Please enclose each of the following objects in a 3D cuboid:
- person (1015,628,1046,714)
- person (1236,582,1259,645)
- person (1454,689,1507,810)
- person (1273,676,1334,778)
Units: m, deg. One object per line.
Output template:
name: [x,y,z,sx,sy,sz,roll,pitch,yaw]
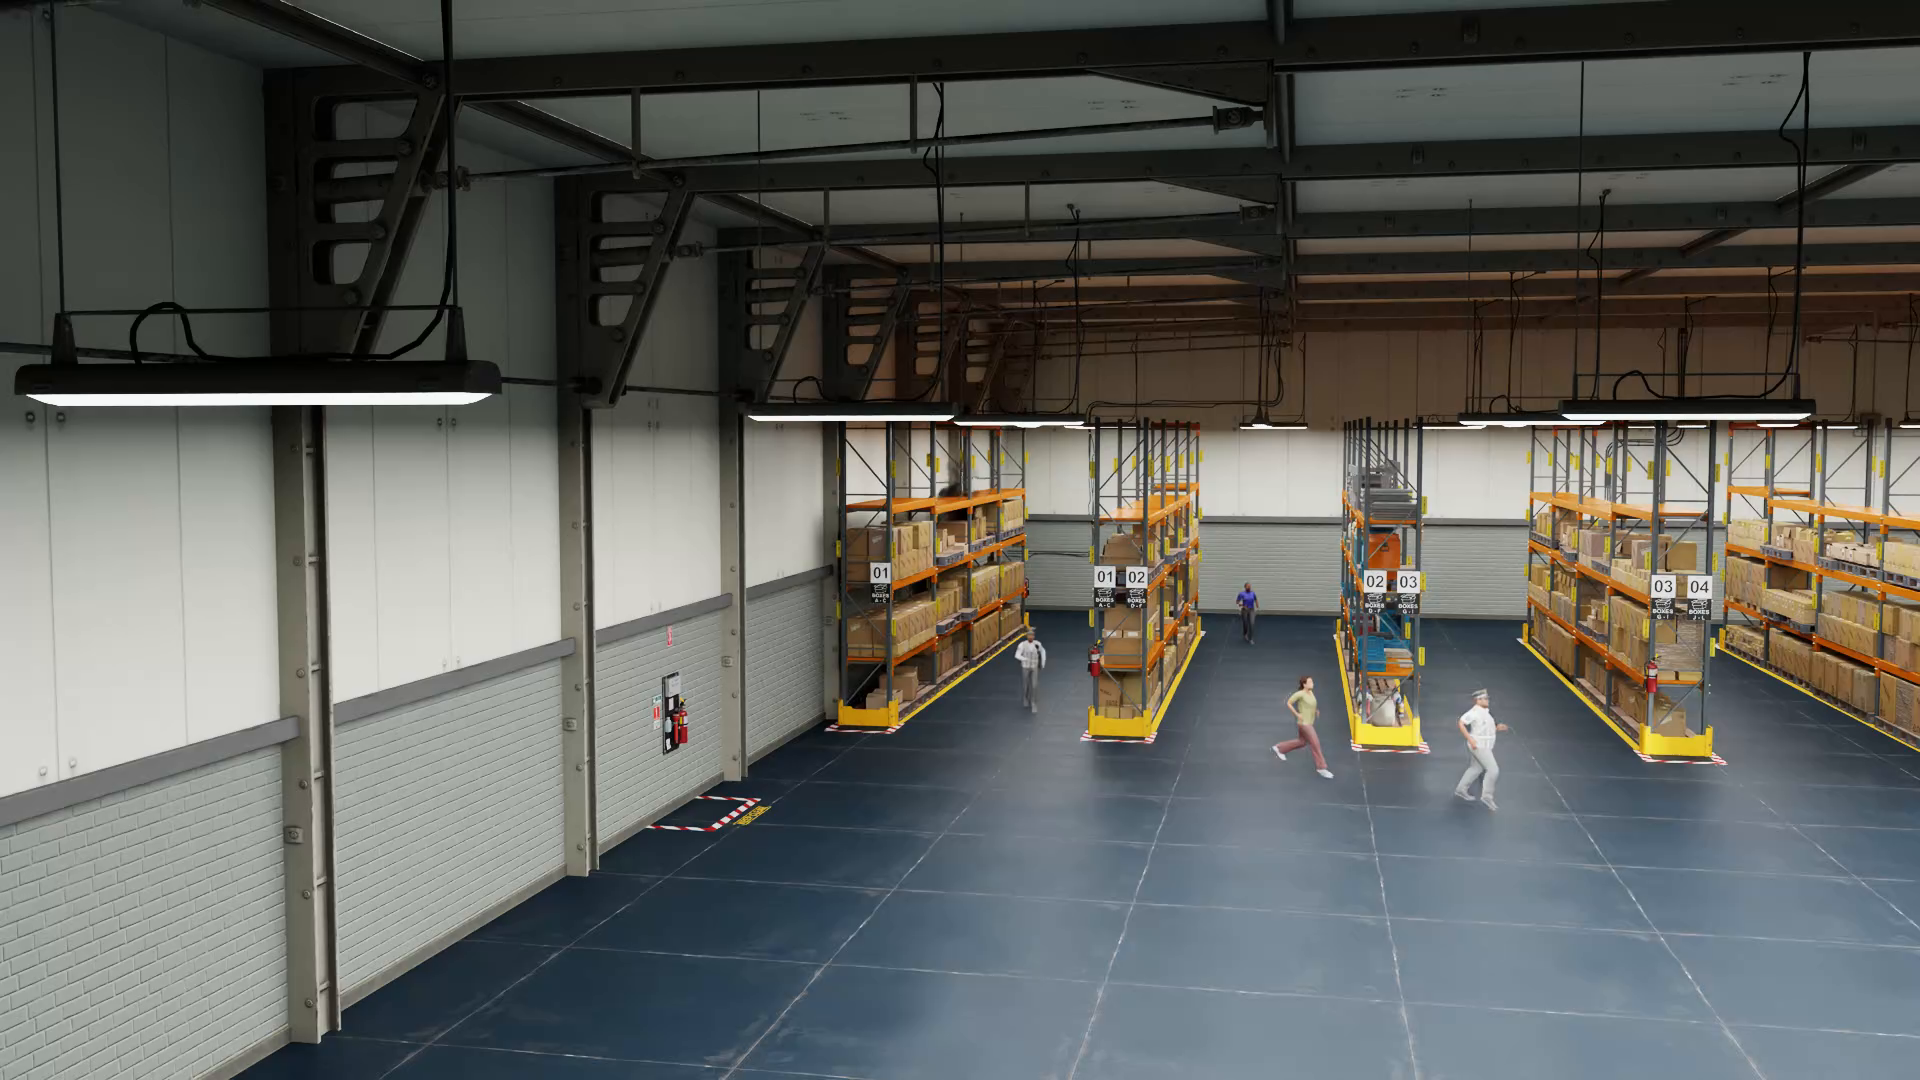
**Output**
person: [1.449,2.662,34.178,0.631,1.743,0.792,0,4,-2]
person: [7.814,1.989,45.175,0.628,1.684,0.789,0,4,-6]
person: [7.966,3.193,25.427,0.770,1.851,0.633,2,4,27]
person: [5.773,3.092,27.903,1.123,1.670,0.546,2,4,33]
